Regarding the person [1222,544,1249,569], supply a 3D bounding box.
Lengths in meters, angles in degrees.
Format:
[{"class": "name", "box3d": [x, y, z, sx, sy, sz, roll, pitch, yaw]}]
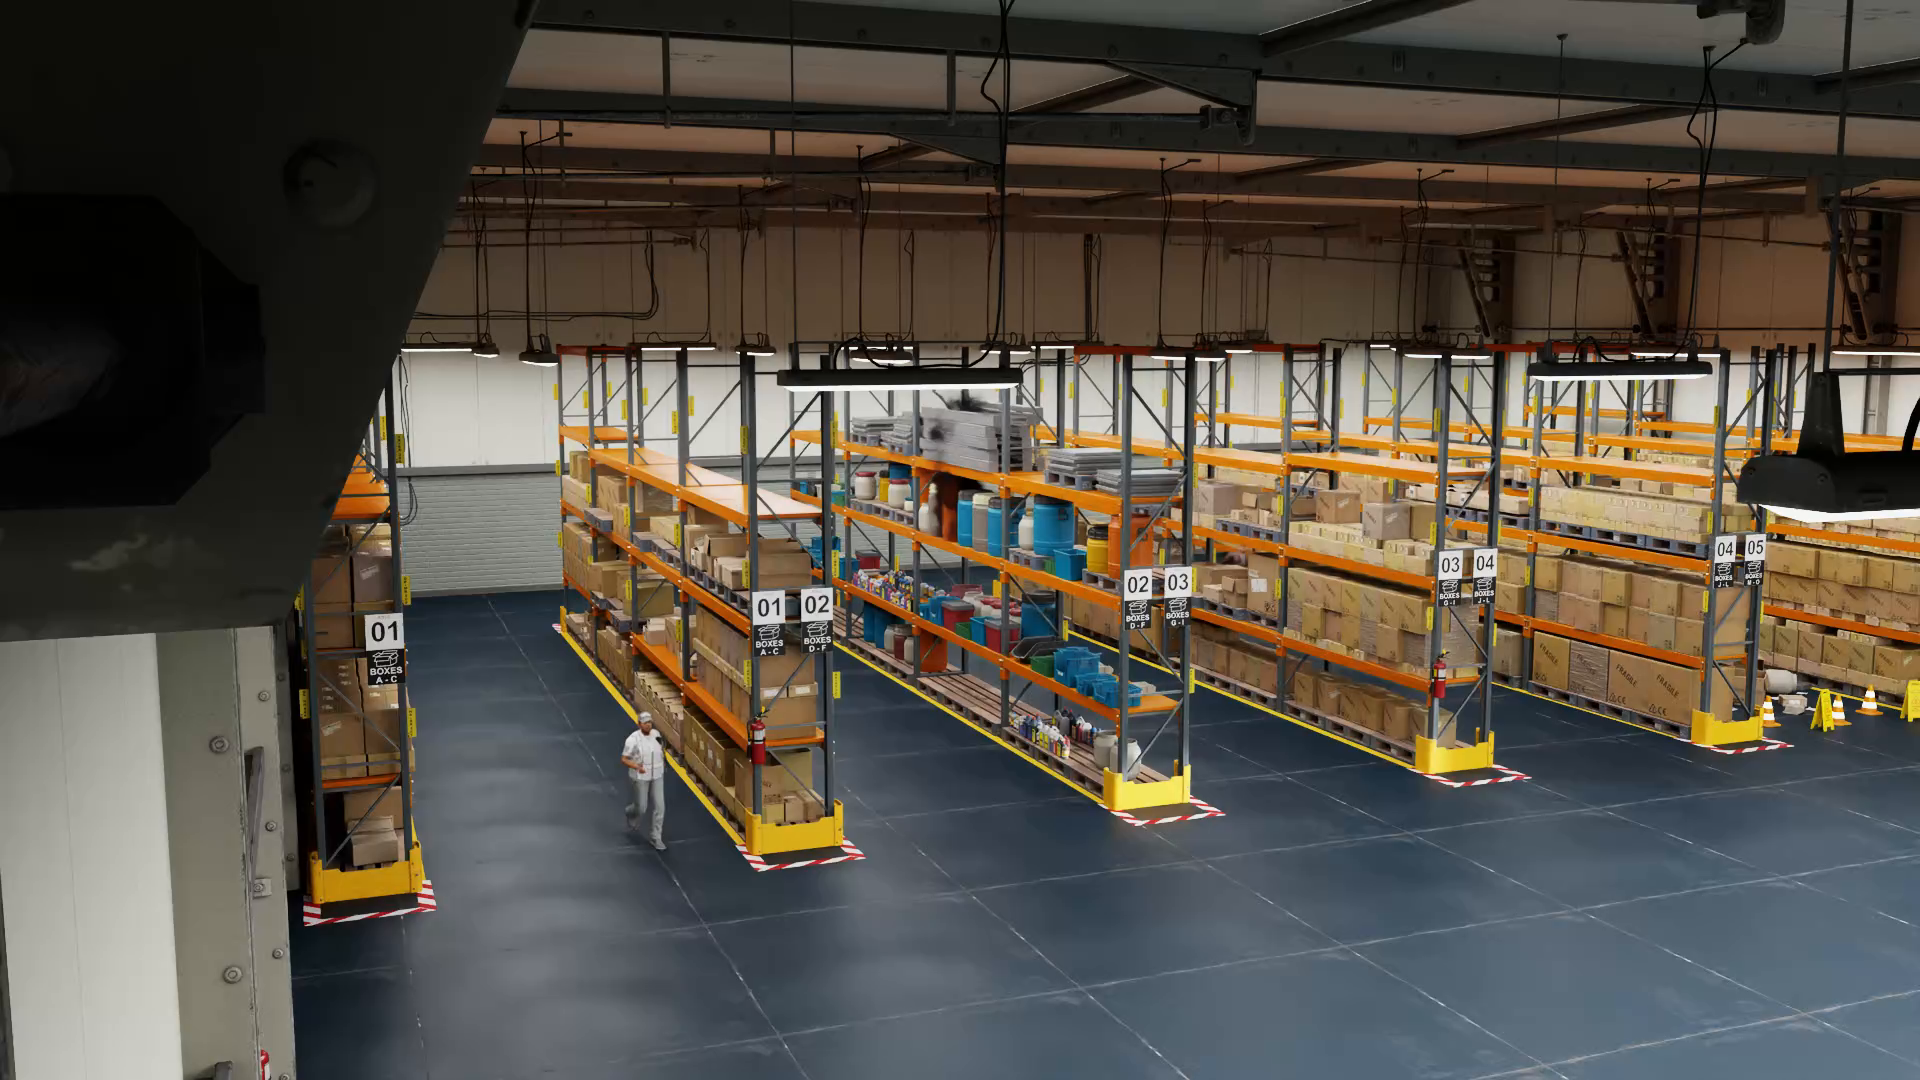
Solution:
[{"class": "person", "box3d": [6.067, 0.919, 35.864, 0.670, 1.818, 0.783, -3, 8, -21]}]

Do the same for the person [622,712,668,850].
[{"class": "person", "box3d": [-3.866, 2.927, 20.481, 0.607, 1.659, 0.849, -5, 9, -33]}]
